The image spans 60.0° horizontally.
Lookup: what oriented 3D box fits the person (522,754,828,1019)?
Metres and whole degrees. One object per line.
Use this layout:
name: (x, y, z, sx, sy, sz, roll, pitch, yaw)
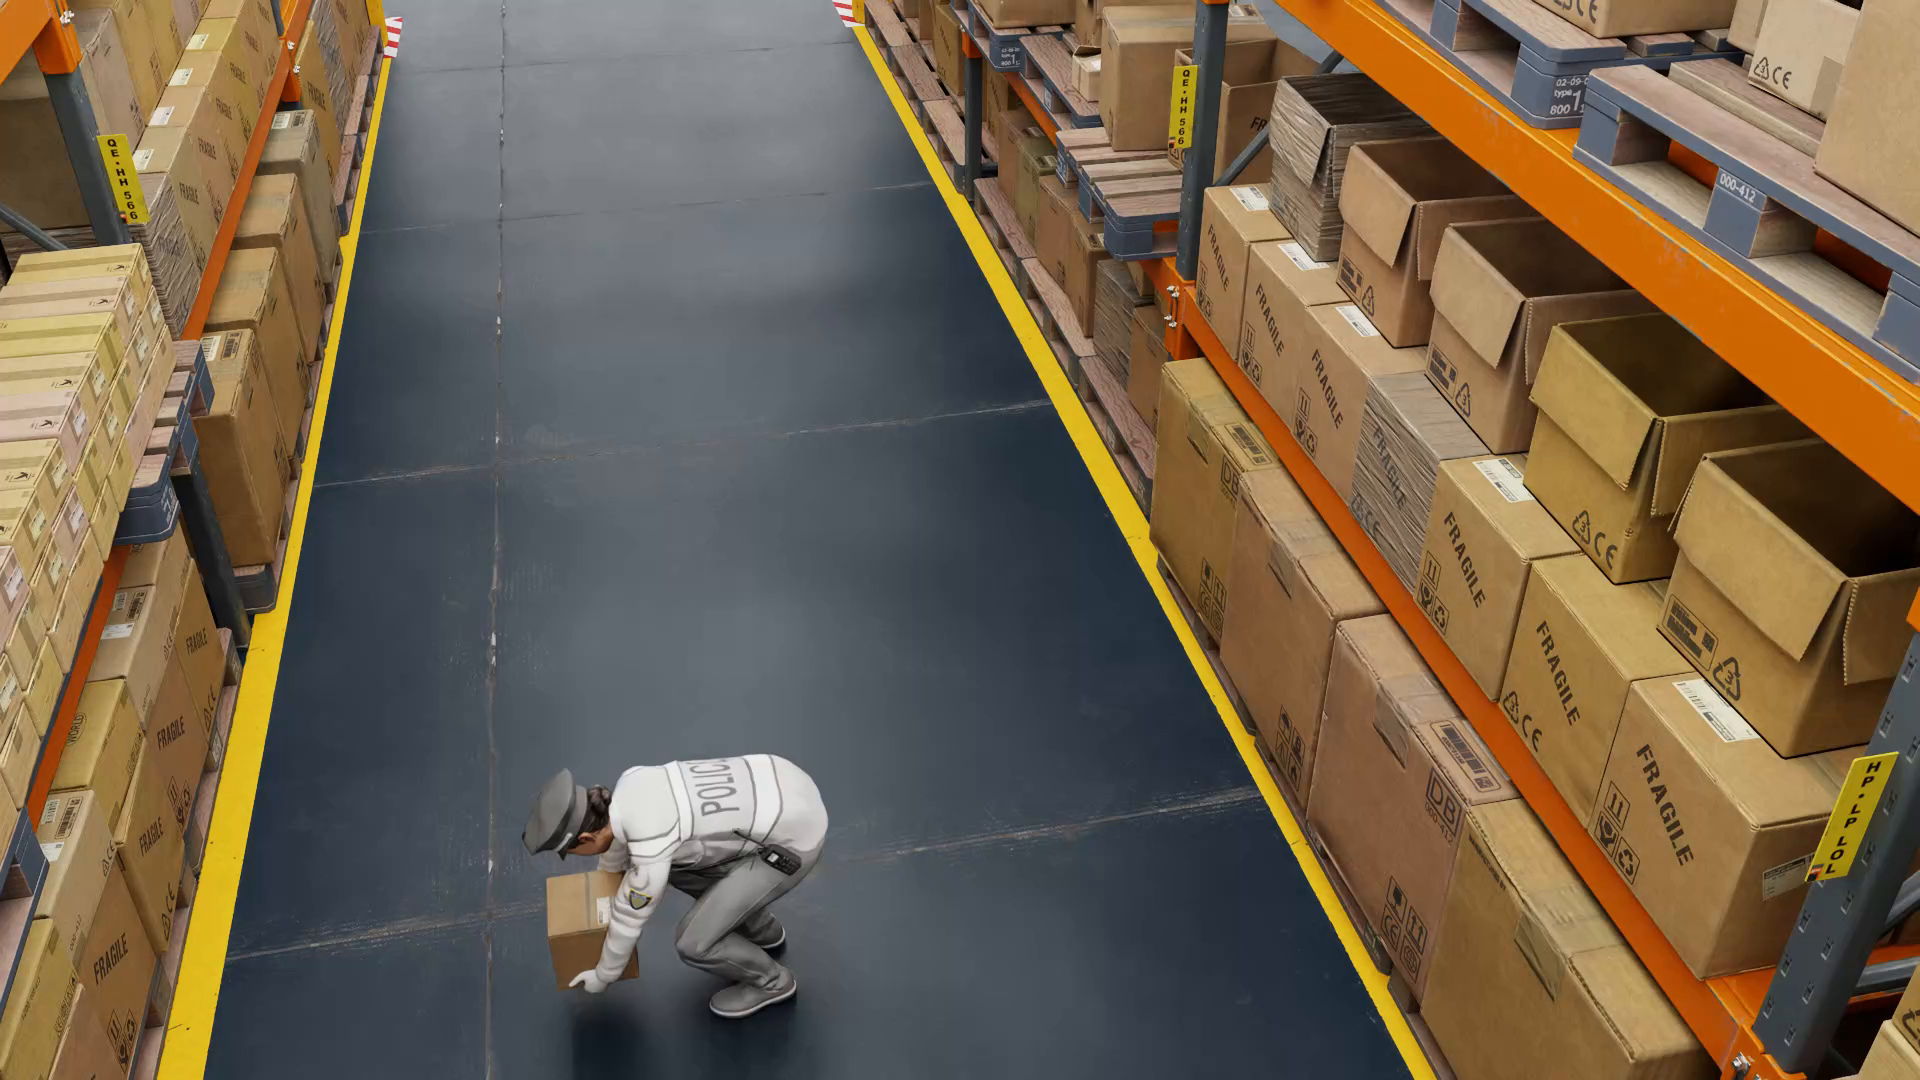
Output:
person: (-0.862, 1.060, 5.209, 0.911, 0.983, 0.468, -9, 35, -12)
